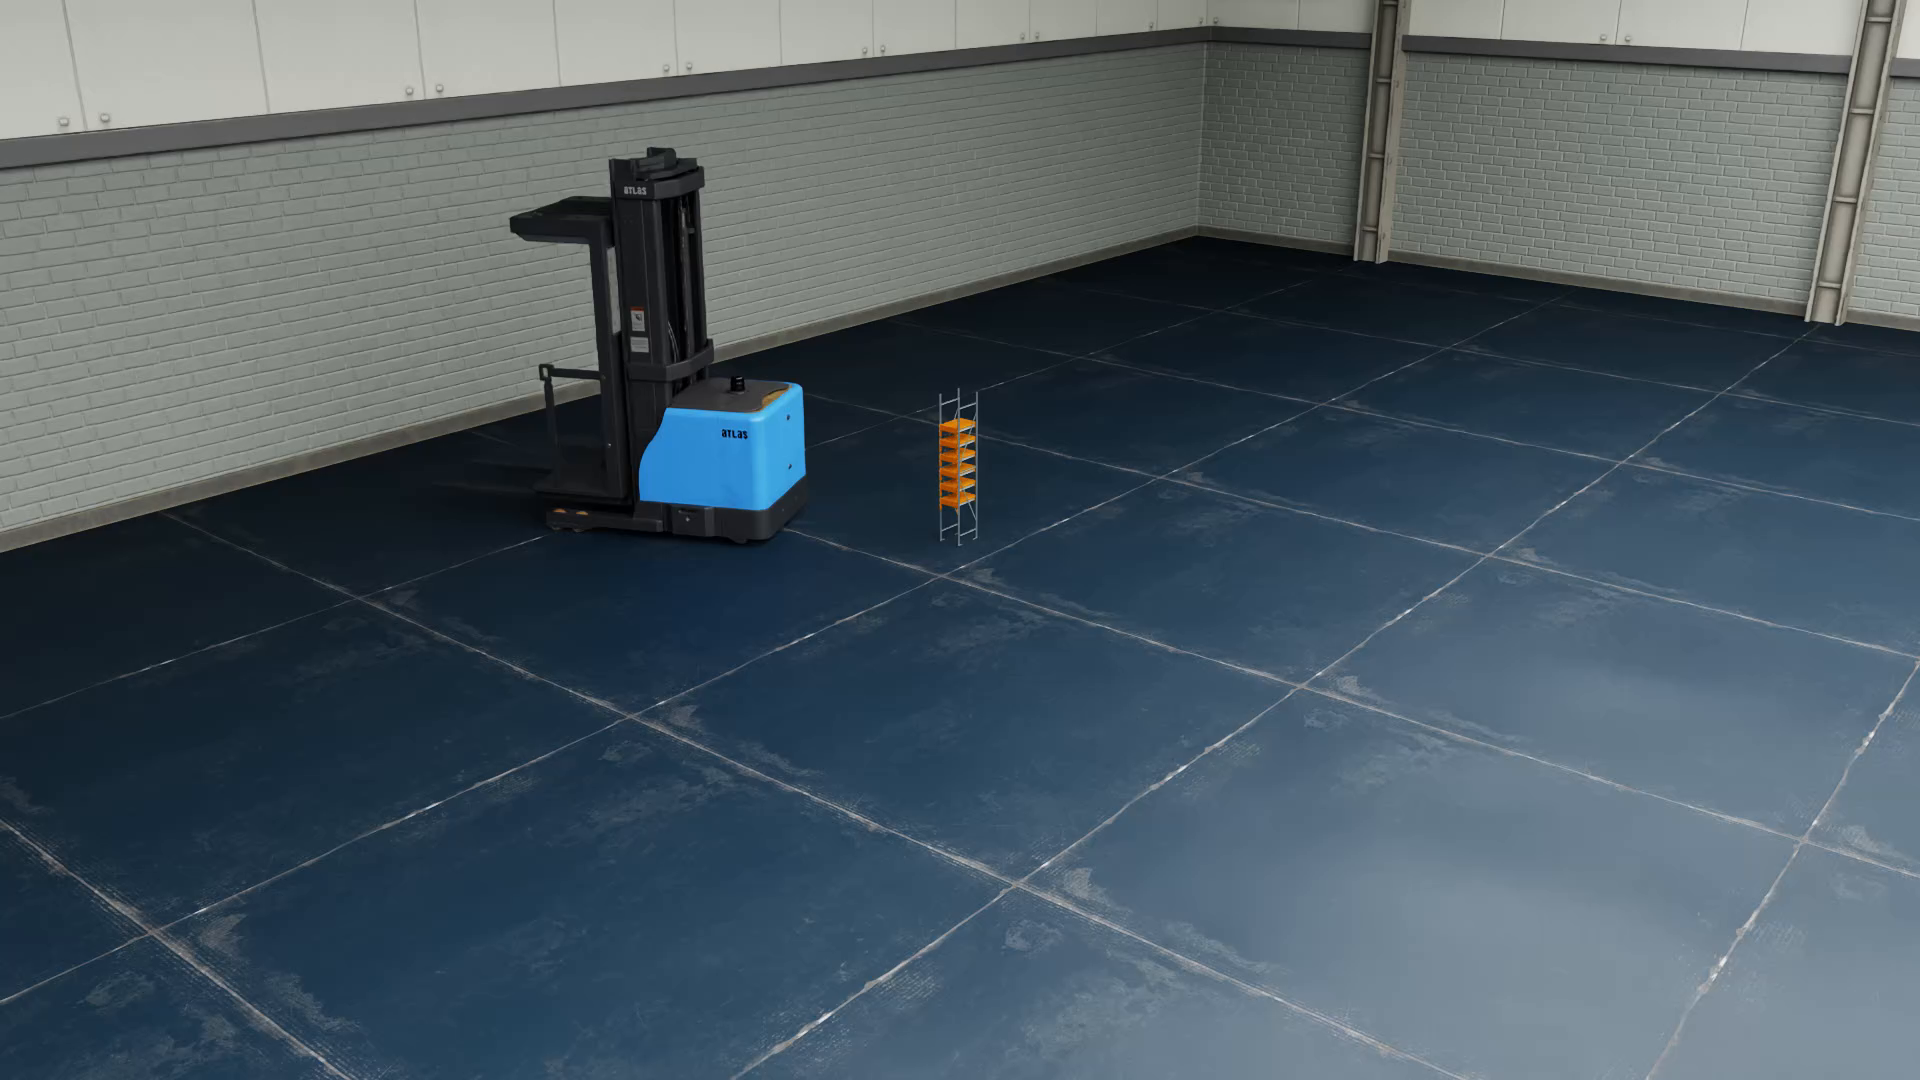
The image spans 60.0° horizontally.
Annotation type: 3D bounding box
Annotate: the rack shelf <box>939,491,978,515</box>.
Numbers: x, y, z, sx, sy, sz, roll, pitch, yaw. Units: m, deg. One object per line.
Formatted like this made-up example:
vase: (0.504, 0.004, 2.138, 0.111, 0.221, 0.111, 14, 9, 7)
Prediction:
rack shelf: (-0.011, -0.298, 13.065, 0.180, 0.103, 0.258, 16, 26, 36)

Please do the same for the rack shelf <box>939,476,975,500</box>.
rack shelf: (-0.011, -0.411, 13.023, 0.180, 0.103, 0.258, 16, 26, 36)

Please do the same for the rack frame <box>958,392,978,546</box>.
rack frame: (0.060, -0.544, 12.911, 0.006, 1.200, 0.240, 16, 26, 36)

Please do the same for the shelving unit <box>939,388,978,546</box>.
shelving unit: (-0.011, -0.565, 12.965, 0.189, 1.200, 0.258, 16, 26, 36)

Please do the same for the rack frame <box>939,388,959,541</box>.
rack frame: (-0.082, -0.585, 13.019, 0.006, 1.200, 0.240, 16, 26, 36)

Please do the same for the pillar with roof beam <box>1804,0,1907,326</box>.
pillar with roof beam: (7.798, -5.696, 15.518, 0.400, 9.000, 9.100, 16, 26, 36)

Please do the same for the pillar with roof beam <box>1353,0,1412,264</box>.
pillar with roof beam: (3.149, -7.034, 19.068, 0.400, 9.000, 9.100, 16, 26, 36)

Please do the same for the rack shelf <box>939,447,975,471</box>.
rack shelf: (-0.011, -0.635, 12.938, 0.180, 0.103, 0.258, 16, 26, 36)

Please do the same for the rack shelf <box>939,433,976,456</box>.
rack shelf: (-0.011, -0.748, 12.896, 0.180, 0.103, 0.258, 16, 26, 36)

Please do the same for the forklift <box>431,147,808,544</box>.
forklift: (-2.836, -1.608, 13.277, 3.031, 2.935, 1.130, 5, 21, 13)

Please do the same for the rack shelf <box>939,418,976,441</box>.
rack shelf: (-0.011, -0.860, 12.854, 0.180, 0.103, 0.258, 16, 26, 36)

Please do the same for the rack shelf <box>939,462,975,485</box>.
rack shelf: (-0.011, -0.523, 12.981, 0.180, 0.103, 0.258, 16, 26, 36)
